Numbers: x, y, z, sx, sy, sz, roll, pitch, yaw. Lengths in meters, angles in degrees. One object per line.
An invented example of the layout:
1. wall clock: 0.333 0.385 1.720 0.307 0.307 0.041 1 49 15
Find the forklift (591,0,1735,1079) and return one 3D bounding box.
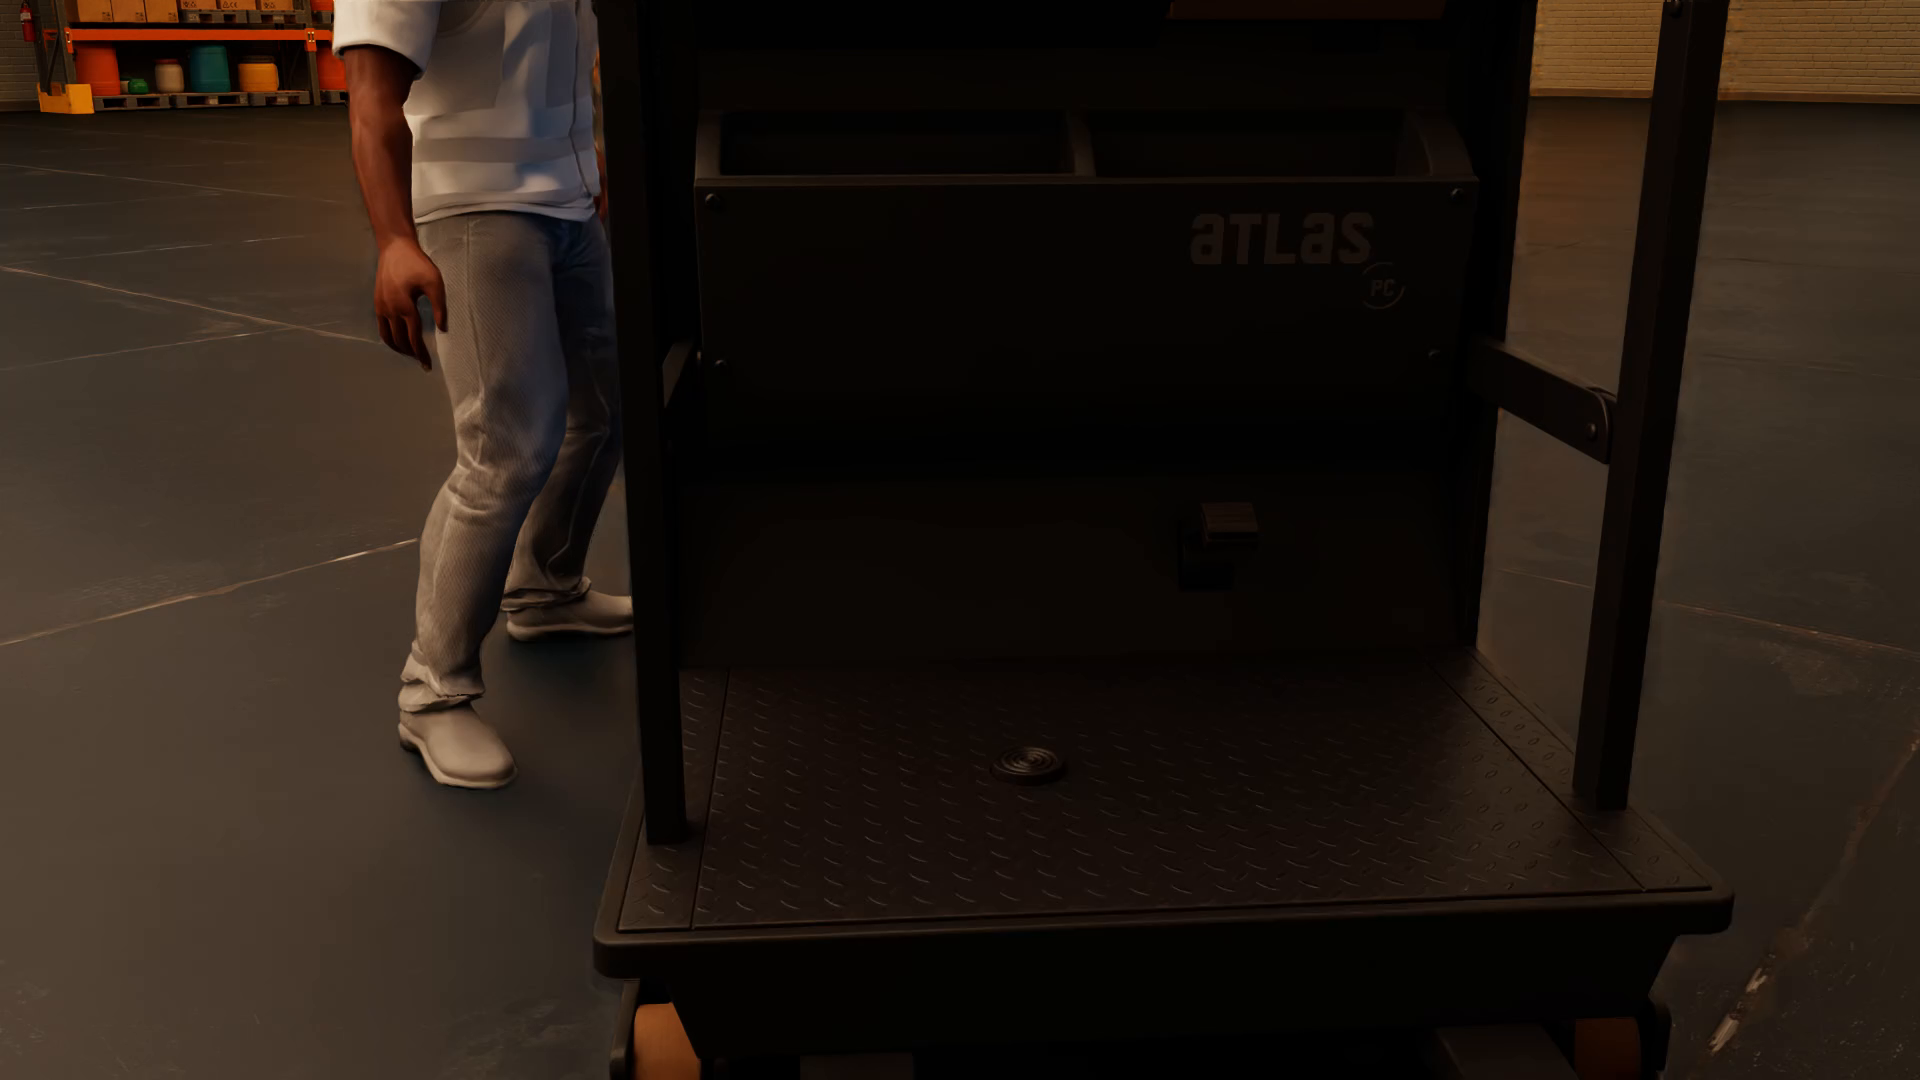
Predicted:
1. forklift: 0.170 -0.844 1.677 1.130 2.935 3.031 -1 17 -4

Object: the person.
1. person: -0.732 -0.541 2.811 0.437 1.718 0.973 2 17 6
